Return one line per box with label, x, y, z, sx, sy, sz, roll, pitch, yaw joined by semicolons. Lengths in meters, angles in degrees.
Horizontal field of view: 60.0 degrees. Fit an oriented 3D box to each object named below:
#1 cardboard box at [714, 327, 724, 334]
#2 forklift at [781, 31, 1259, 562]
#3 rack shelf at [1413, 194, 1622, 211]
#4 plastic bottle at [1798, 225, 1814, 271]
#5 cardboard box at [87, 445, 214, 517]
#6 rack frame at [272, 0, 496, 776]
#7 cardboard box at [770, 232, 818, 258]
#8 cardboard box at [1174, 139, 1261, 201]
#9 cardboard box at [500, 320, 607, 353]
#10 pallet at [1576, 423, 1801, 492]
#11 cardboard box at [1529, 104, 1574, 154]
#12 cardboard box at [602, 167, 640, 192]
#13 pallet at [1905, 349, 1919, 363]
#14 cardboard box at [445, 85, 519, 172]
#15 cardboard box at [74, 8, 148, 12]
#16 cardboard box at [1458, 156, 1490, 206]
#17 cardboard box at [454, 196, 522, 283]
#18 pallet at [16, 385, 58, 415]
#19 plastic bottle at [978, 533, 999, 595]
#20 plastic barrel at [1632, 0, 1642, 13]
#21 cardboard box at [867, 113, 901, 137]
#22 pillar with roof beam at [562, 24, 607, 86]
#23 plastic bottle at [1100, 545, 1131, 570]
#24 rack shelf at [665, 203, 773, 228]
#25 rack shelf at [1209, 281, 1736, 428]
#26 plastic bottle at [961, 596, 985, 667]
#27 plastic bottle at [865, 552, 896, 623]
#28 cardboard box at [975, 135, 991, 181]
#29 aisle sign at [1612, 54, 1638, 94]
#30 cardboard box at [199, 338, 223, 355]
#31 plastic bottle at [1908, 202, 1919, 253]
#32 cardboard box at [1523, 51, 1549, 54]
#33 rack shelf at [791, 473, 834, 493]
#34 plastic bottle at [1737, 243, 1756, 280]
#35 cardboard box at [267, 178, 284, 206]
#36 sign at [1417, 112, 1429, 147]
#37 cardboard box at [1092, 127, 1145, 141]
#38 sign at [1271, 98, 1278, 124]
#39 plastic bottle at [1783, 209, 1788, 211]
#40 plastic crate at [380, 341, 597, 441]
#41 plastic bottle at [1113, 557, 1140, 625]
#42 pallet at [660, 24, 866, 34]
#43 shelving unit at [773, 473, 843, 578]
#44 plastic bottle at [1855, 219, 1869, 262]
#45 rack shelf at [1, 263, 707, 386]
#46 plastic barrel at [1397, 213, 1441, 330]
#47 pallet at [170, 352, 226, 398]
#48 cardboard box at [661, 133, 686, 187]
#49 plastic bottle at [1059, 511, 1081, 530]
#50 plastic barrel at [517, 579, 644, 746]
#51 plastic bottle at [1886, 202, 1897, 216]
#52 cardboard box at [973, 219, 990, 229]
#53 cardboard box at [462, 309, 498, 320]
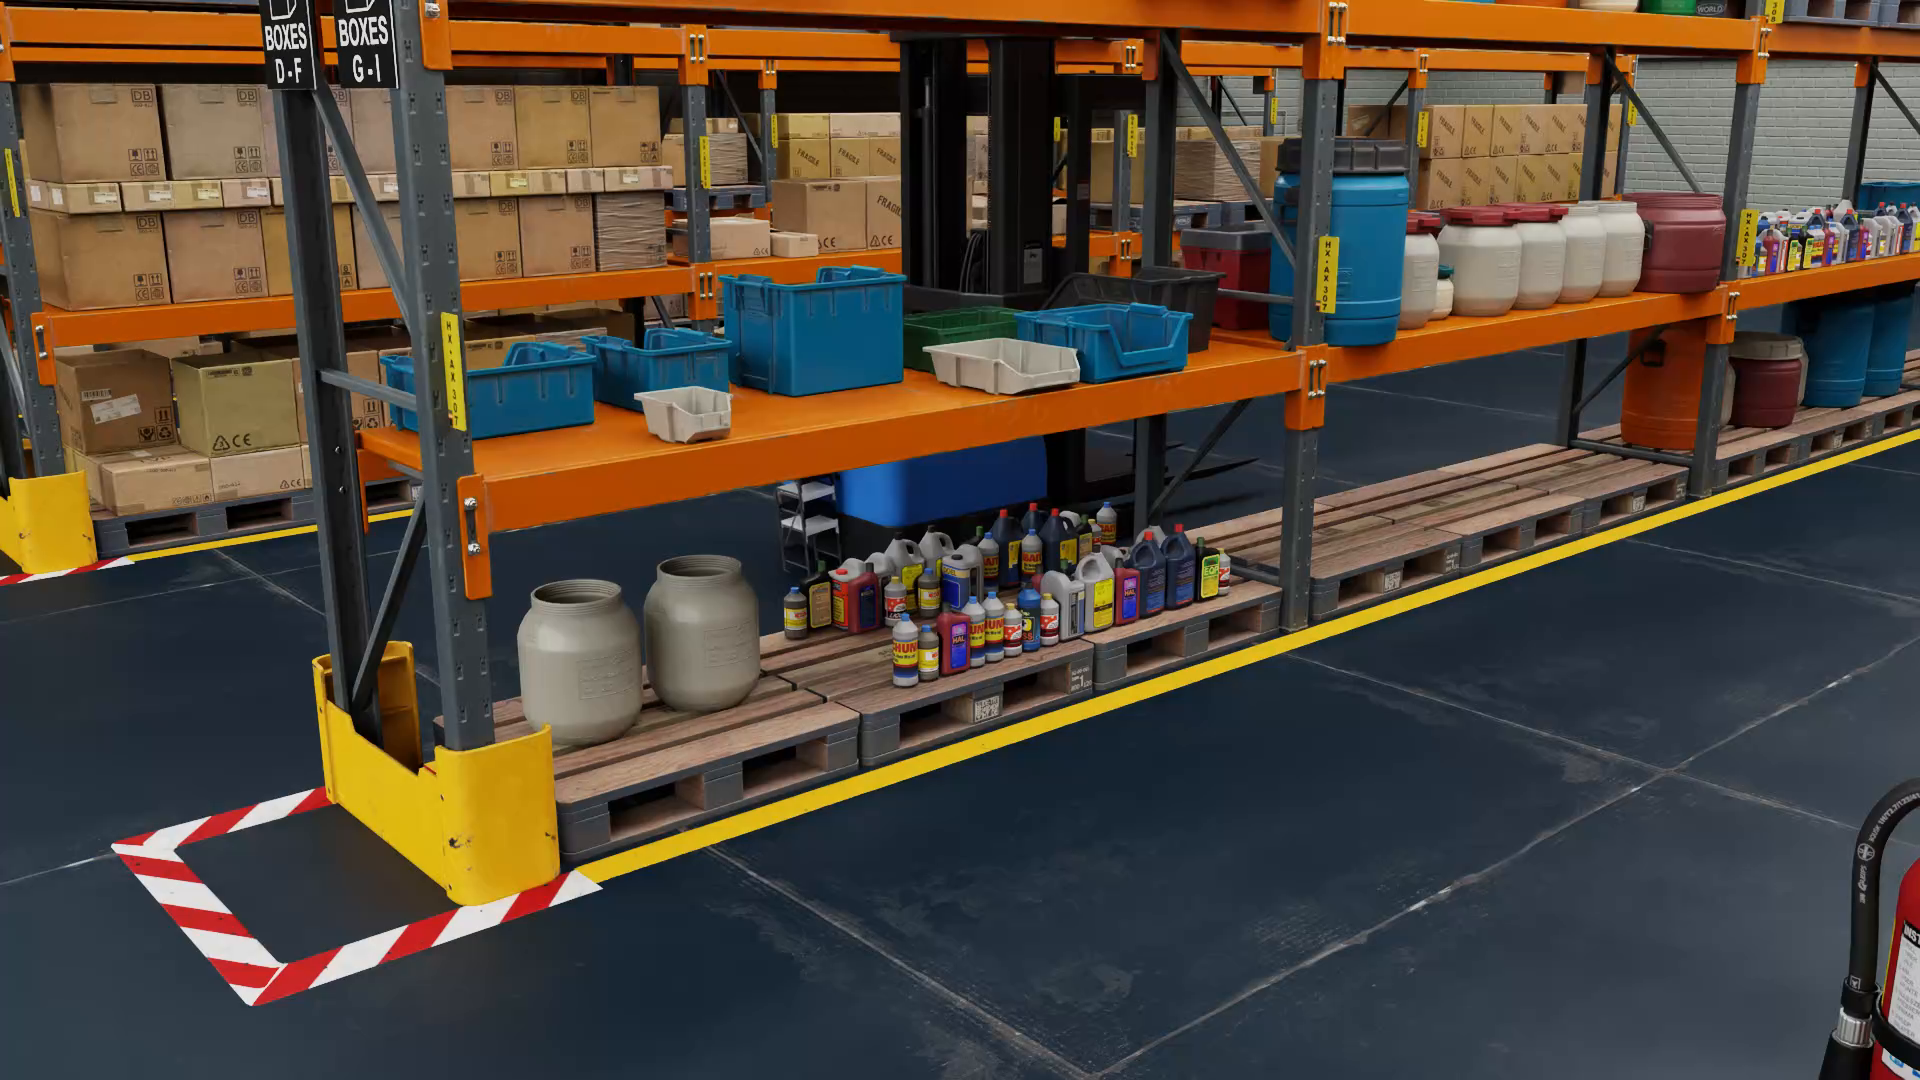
cardboard box;-1.506;-1.448;12.287;0.500;0.311;0.500;-12;19;-38
forklift;0.481;-1.521;9.266;3.031;2.935;1.130;-12;19;-39
rack shelf;5.533;-3.436;17.693;4.000;0.370;1.077;-13;19;-39
plastic bottle;5.448;-1.887;10.728;0.133;0.283;0.061;-13;19;-39
cardboard box;-4.478;-0.333;9.200;0.500;0.250;0.500;-13;19;-39
rack frame;-1.780;-0.447;5.109;0.127;3.000;1.000;-13;19;-39
cardboard box;-1.209;-2.078;11.704;0.250;0.149;0.380;-13;19;-39
cardboard box;2.223;-3.264;14.651;0.500;0.500;0.700;-9;17;-29
cardboard box;-2.602;-1.122;10.700;0.500;0.500;0.500;-13;19;-39
pallet;4.822;-0.596;11.073;1.213;0.211;1.003;-13;19;-39
cardboard box;6.118;-4.350;17.591;0.500;0.500;0.500;-12;19;-38
cardboard box;-2.264;-2.321;10.678;0.250;0.149;0.380;-13;20;-41
pallet;8.723;-1.472;14.352;1.213;0.211;1.003;-13;19;-39
cardboard box;-3.100;-2.517;10.154;0.500;0.500;0.700;-13;20;-39
cardboard box;-6.659;-4.158;12.959;0.500;0.500;0.500;-11;19;-36
cardboard box;4.971;-3.613;16.771;0.500;0.500;0.500;-12;19;-38
cardboard box;-3.116;-1.886;10.305;0.500;0.500;0.700;-12;19;-39
pallet;-7.590;-1.172;13.227;1.213;0.211;1.003;-13;19;-39
plastic bottle;0.127;0.102;7.491;0.097;0.271;0.097;0;15;0
plastic barrel;3.820;-3.312;9.808;0.421;0.512;0.421;0;15;0
cardboard box;-0.957;-4.498;18.014;0.500;0.250;0.500;-12;19;-39
pillar with roof beam;-0.971;-5.739;13.297;0.400;9.000;9.100;-13;19;-39
plastic bottle;0.680;0.152;7.292;0.135;0.276;0.152;-13;19;-39
rack shelf;-3.757;-3.044;16.228;4.000;0.370;1.077;-13;19;-39
rack shelf;2.746;-1.115;9.007;4.000;0.370;1.077;-13;19;-39
plastic bottle;0.051;0.355;6.544;0.097;0.271;0.097;0;15;0
plastic bottle;-0.369;0.200;7.116;0.135;0.276;0.152;-13;20;-41
cardboard box;0.208;-4.394;19.079;0.500;0.500;0.500;-12;19;-39
aisle sign;7.294;-5.330;18.353;0.004;0.787;0.394;-13;19;-39
cardboard box;-6.485;-1.621;14.178;0.380;0.149;0.250;14;20;42
plastic bottle;6.794;-2.236;11.904;0.185;0.351;0.144;-13;19;-39
cardboard box;5.686;-5.109;17.042;0.500;0.250;0.500;-13;19;-39
rack shelf;-0.800;-0.323;8.462;0.200;0.077;0.258;-19;24;-37
plastic bottle;4.794;-1.752;10.238;0.135;0.276;0.152;-13;19;-39
cardboard box;-3.814;-1.973;9.373;0.250;0.149;0.380;-14;20;-41
sign;4.391;-3.896;15.780;0.005;0.325;0.100;-13;19;-39
cardboard box;1.743;-4.764;20.692;0.700;0.700;0.980;-13;20;-41
sign;4.132;-5.651;21.893;0.005;0.325;0.100;-13;19;-39
plastic bottle;6.046;-2.293;12.250;0.133;0.283;0.061;-13;19;-39
plastic crate;-1.599;-0.518;5.664;0.616;0.251;0.499;-13;19;-39
plastic bottle;0.701;0.209;7.066;0.133;0.283;0.061;-11;19;-36
pallet;-1.354;-3.598;11.465;1.217;0.209;0.805;-14;20;-42
shelving unit;-0.795;-0.269;8.480;0.210;0.900;0.258;-19;24;-37
plastic bottle;6.110;-2.036;11.285;0.133;0.283;0.061;-13;19;-39
rack shelf;-3.520;-1.403;10.083;4.000;0.370;1.077;-13;19;-39
plastic barrel;2.103;-1.309;8.075;0.433;0.535;0.433;0;15;0
pallet;-6.670;-1.377;13.997;1.213;0.211;1.003;-13;19;-39
cardboard box;-3.000;-3.810;16.654;0.700;0.500;0.500;14;20;42
plastic bottle;0.483;0.008;7.833;0.135;0.276;0.152;-12;19;-37
plastic barrel;-1.334;0.426;5.849;0.421;0.512;0.421;0;15;0
plastic bottle;6.699;-2.264;12.010;0.185;0.351;0.144;-13;19;-39
cardboard box;0.081;-2.418;12.978;0.250;0.149;0.380;-11;18;-35
cardboard box;-4.721;-2.186;15.611;0.500;0.500;0.700;-12;19;-38
